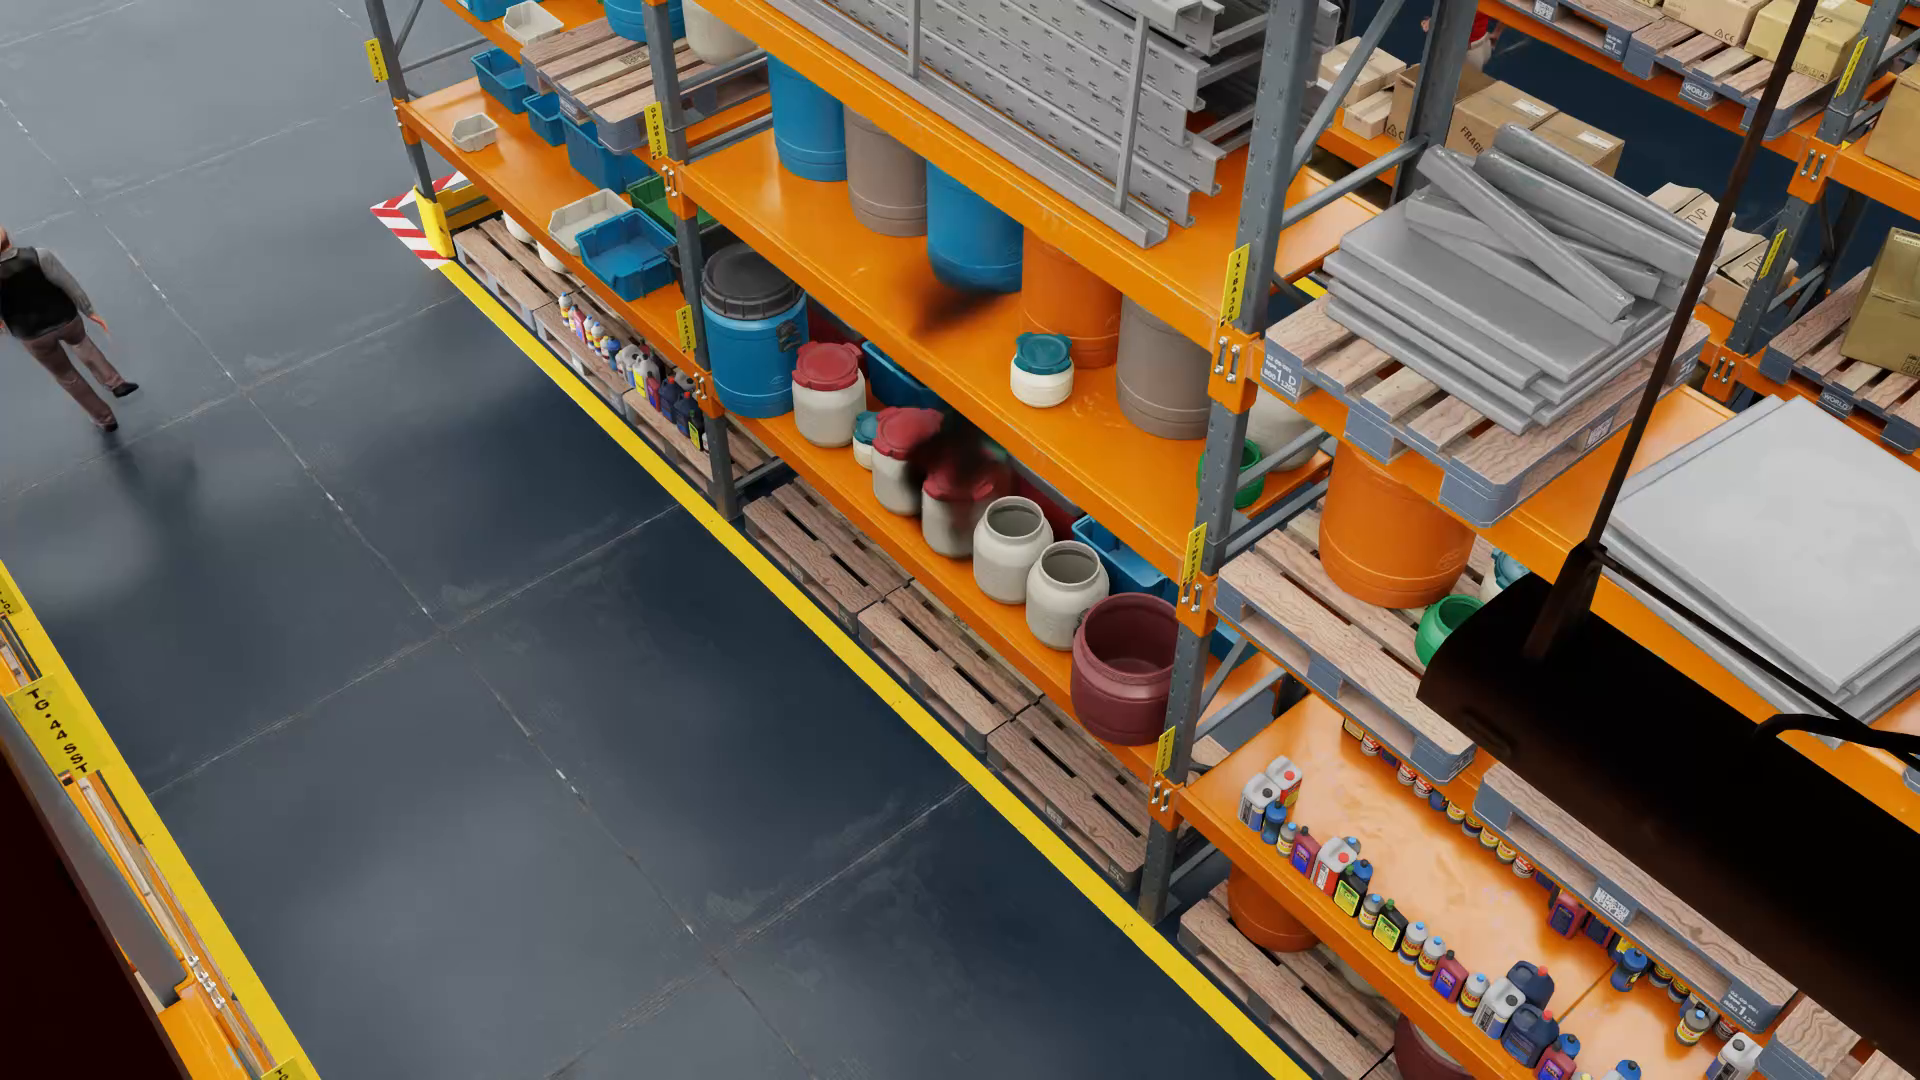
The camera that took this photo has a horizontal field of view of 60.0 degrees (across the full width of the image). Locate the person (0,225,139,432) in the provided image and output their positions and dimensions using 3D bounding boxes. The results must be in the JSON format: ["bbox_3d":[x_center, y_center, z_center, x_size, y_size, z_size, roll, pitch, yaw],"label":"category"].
[{"bbox_3d":[-6.145,-1.473,11.188,0.671,1.684,0.596,-35,56,-28],"label":"person"}]

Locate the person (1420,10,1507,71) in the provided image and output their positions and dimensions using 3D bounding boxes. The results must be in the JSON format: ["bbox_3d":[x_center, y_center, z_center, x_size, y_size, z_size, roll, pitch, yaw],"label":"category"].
[{"bbox_3d":[4.125,-3.931,13.570,0.843,1.753,0.606,30,53,25],"label":"person"}]
